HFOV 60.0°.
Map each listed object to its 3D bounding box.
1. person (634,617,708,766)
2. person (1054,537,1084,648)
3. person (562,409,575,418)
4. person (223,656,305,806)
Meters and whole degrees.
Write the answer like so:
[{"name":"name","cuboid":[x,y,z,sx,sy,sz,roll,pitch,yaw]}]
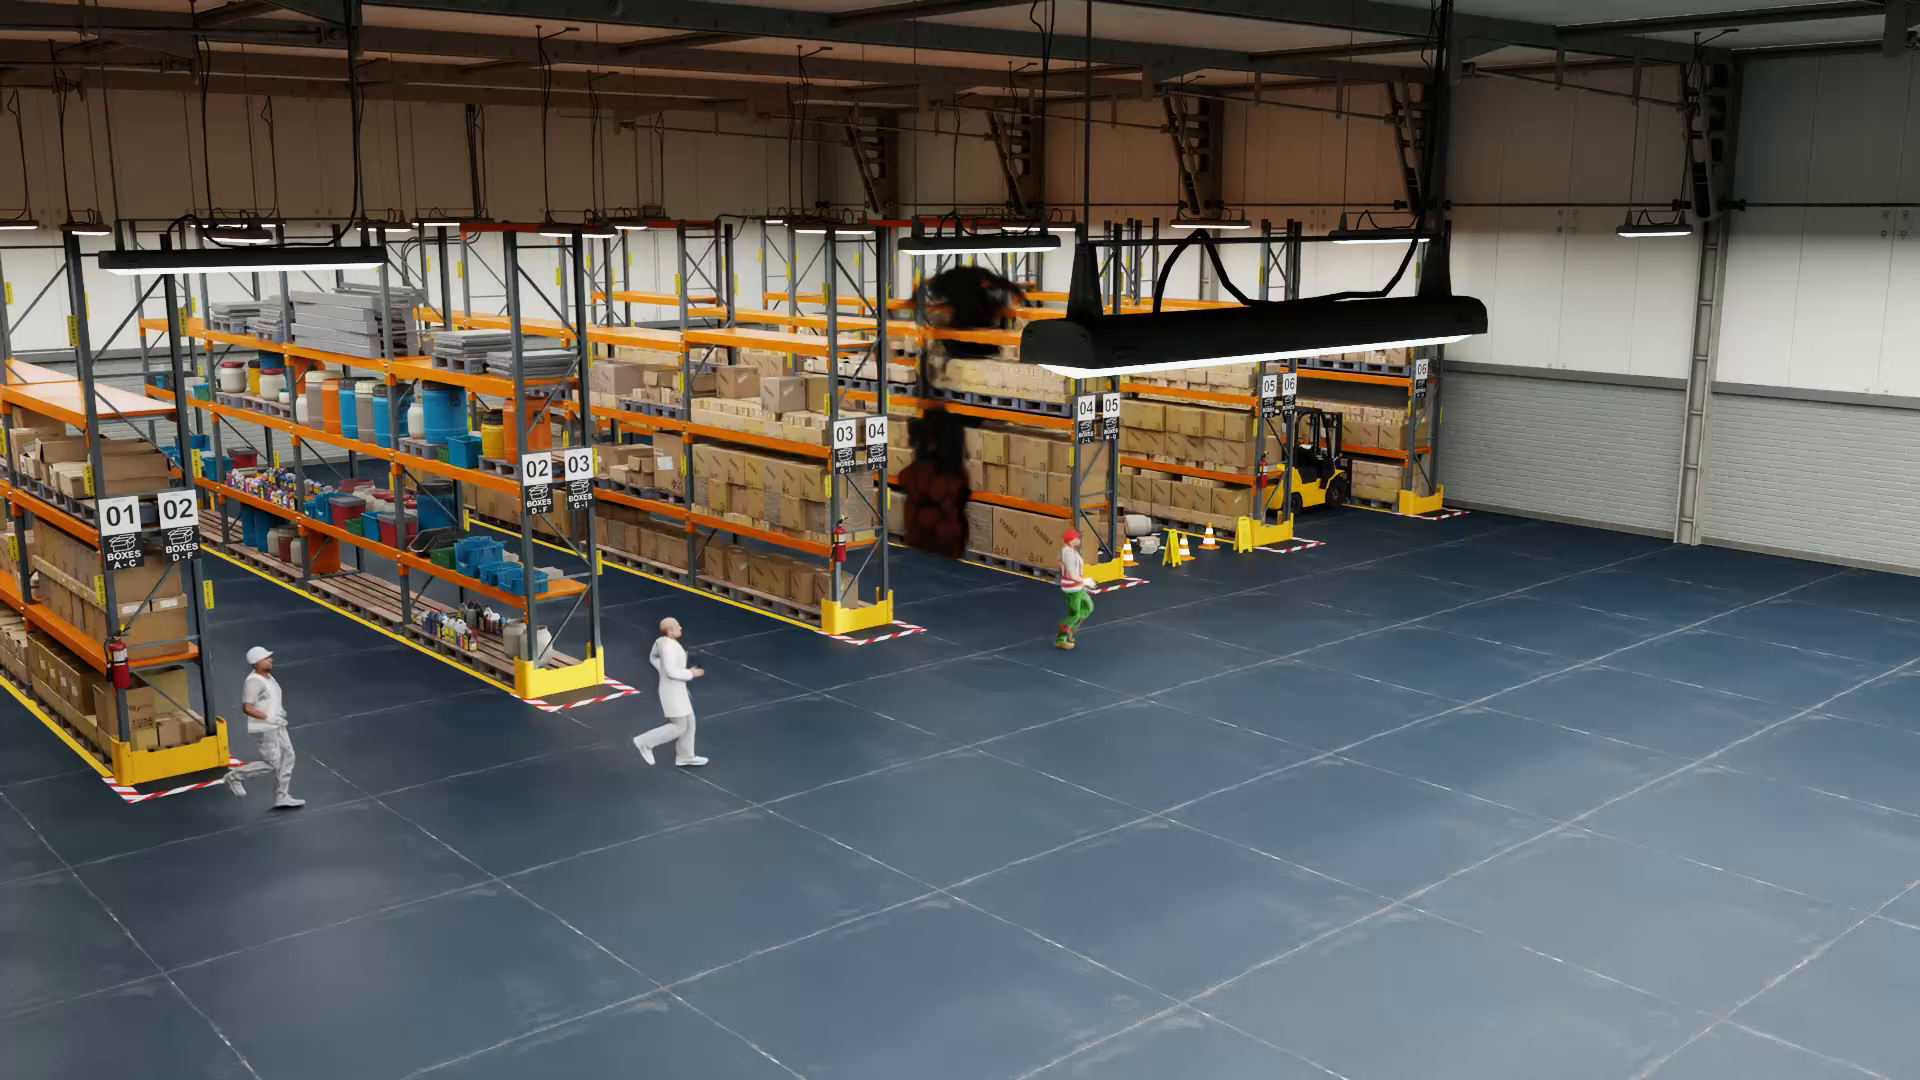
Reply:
[{"name":"person","cuboid":[-3.299,1.731,18.848,0.834,1.746,0.718,-3,12,-15]},{"name":"person","cuboid":[1.588,0.715,24.004,0.449,1.692,0.673,0,11,1]},{"name":"person","cuboid":[-9.457,-2.462,39.917,0.637,1.616,0.540,5,12,23]},{"name":"person","cuboid":[-7.421,2.008,17.675,0.789,1.722,0.688,-2,12,-8]}]
